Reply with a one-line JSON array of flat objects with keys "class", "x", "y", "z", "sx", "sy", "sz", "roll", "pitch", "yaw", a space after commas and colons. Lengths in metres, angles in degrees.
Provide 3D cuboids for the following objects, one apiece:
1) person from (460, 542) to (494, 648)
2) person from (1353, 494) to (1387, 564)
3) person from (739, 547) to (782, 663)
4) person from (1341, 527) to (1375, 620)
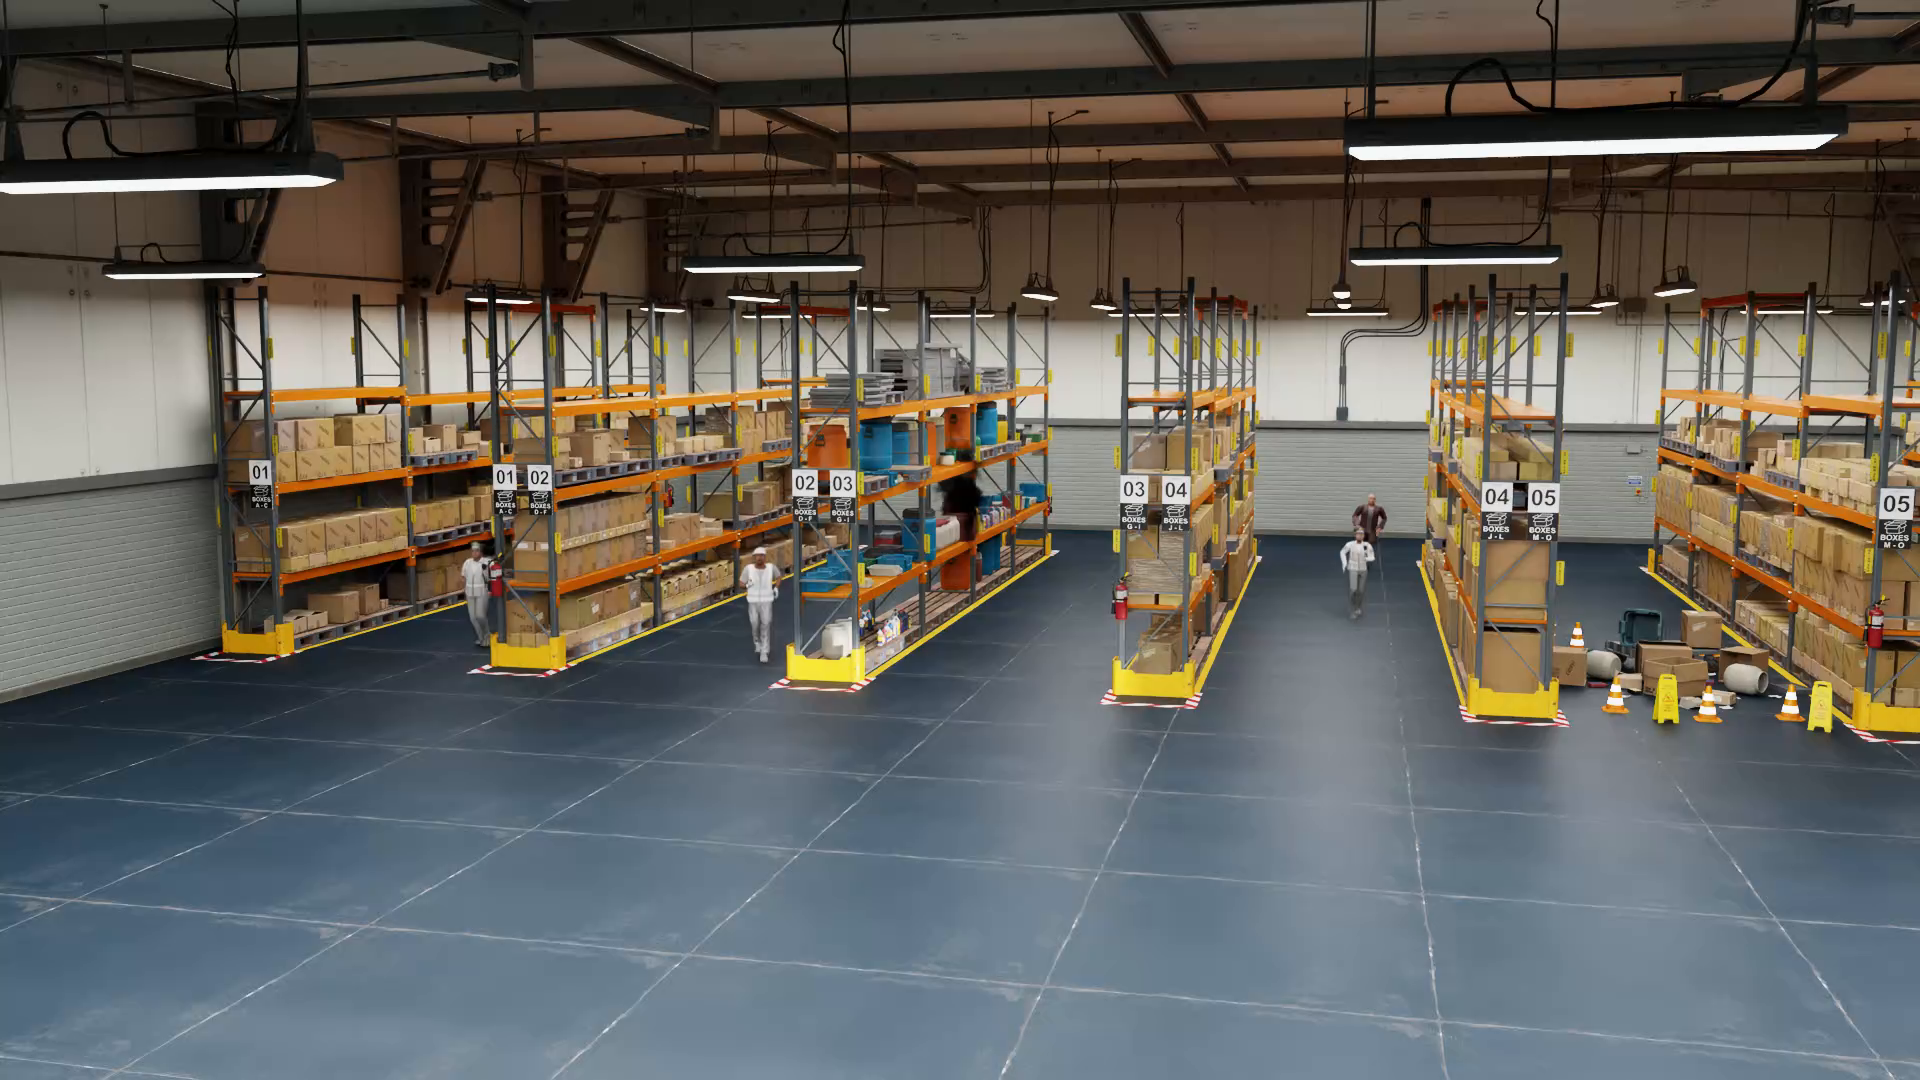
[{"class": "person", "x": -8.101, "y": 0.935, "z": 27.920, "sx": 0.643, "sy": 1.810, "sz": 0.675, "roll": 1, "pitch": 7, "yaw": 9}, {"class": "person", "x": 9.323, "y": -0.196, "z": 37.850, "sx": 0.770, "sy": 1.729, "sz": 0.678, "roll": 1, "pitch": 7, "yaw": 12}, {"class": "person", "x": -3.221, "y": 1.011, "z": 26.808, "sx": 0.676, "sy": 1.797, "sz": 0.896, "roll": 0, "pitch": 7, "yaw": -3}, {"class": "person", "x": 7.406, "y": 0.616, "z": 30.944, "sx": 0.576, "sy": 1.749, "sz": 0.719, "roll": 0, "pitch": 7, "yaw": 4}]
